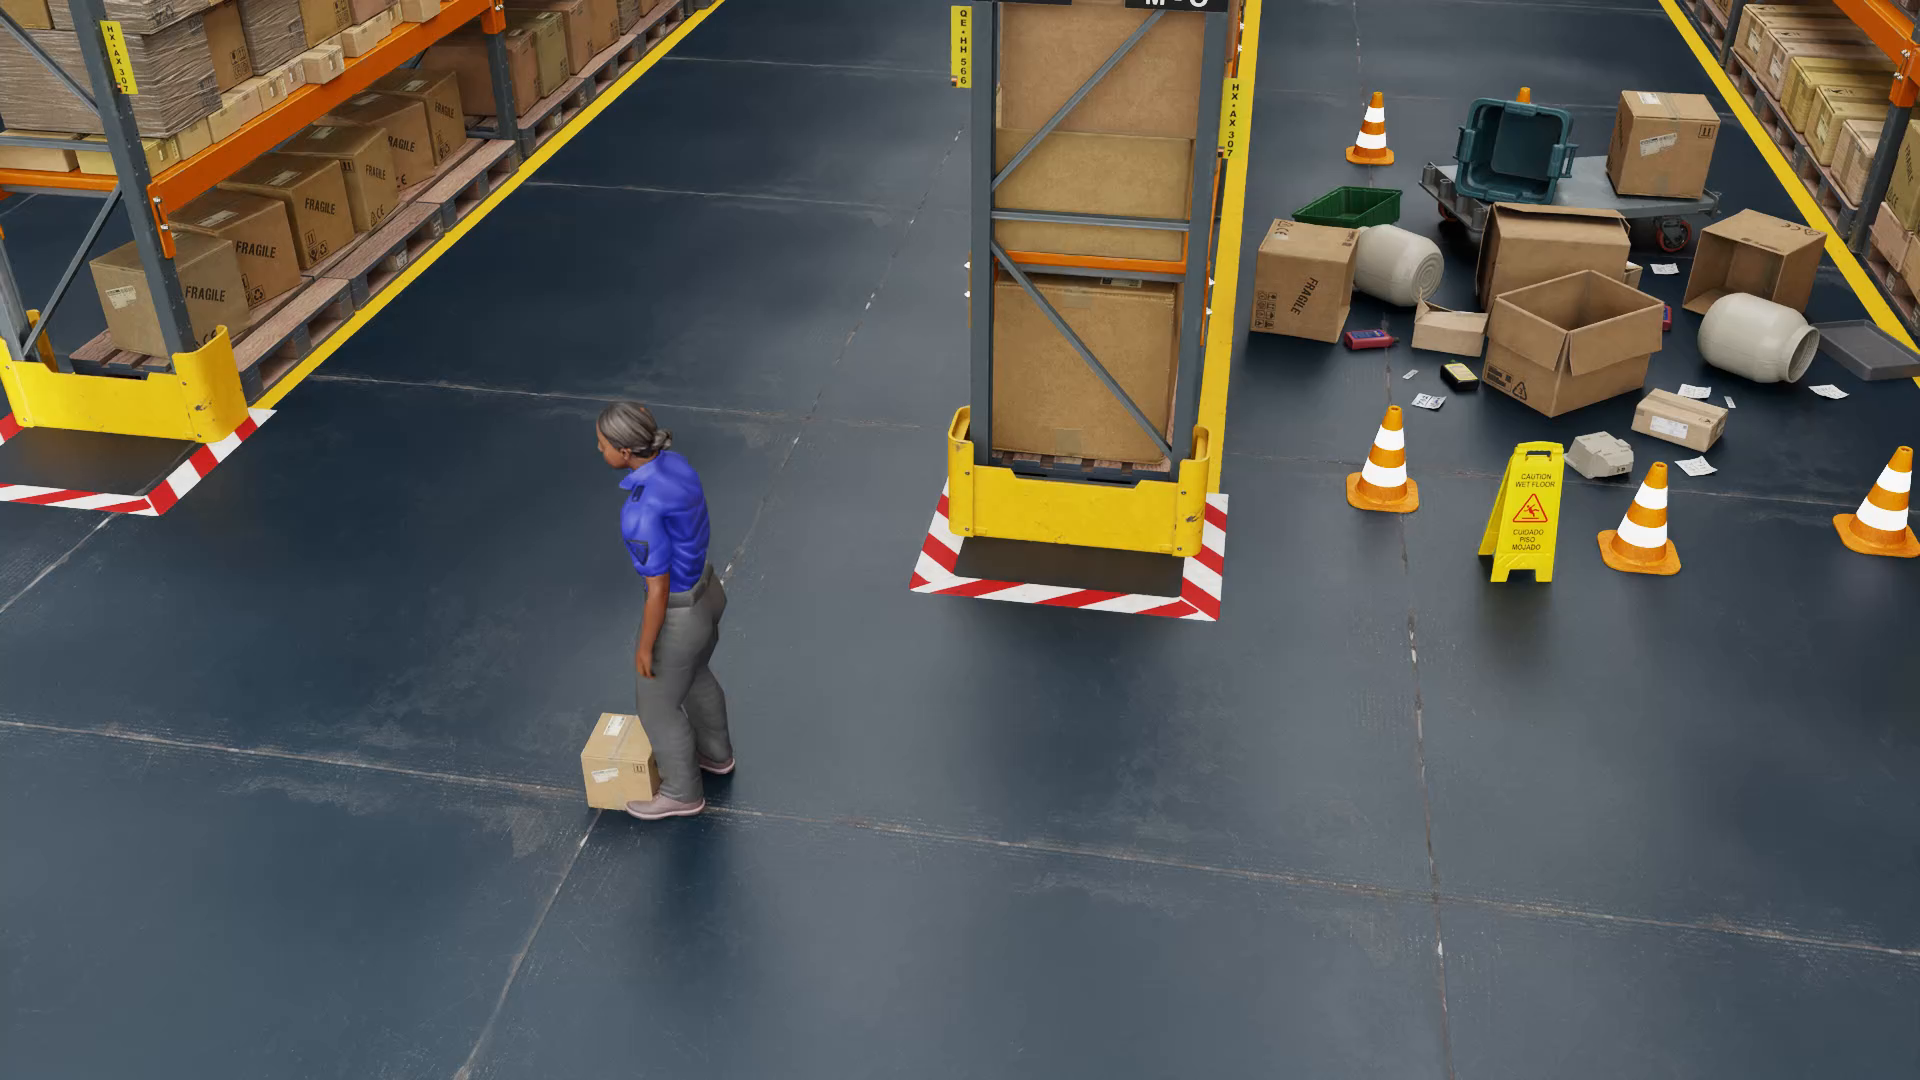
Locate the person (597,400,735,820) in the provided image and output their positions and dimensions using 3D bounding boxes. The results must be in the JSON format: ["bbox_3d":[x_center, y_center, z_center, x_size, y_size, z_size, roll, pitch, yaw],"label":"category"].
[{"bbox_3d":[-1.021,0.246,5.757,0.392,1.654,0.512,5,33,8],"label":"person"}]
